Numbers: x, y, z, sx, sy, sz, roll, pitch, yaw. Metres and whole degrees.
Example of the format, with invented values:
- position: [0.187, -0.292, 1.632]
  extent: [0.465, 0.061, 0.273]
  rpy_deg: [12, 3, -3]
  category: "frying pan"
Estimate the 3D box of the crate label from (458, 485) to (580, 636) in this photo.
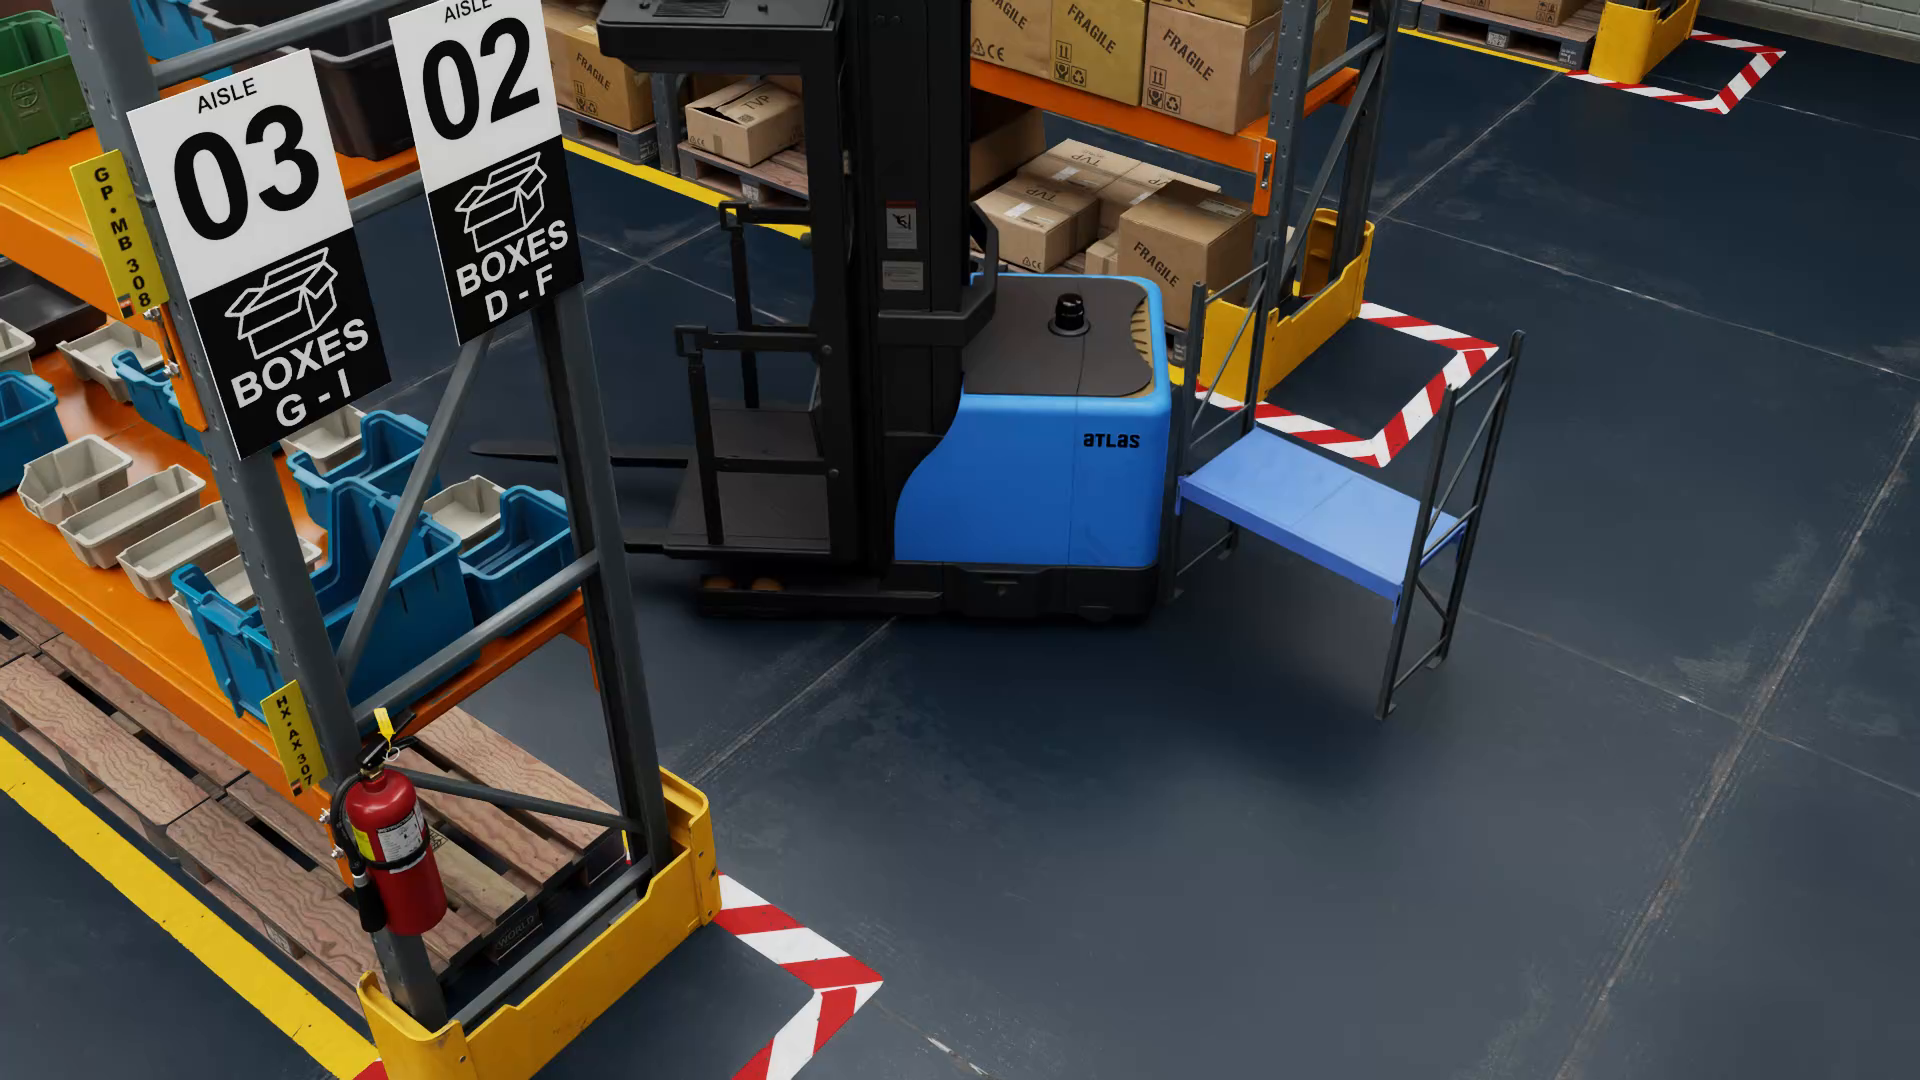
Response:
- position: [-1.298, 0.065, 4.821]
  extent: [0.303, 0.233, 0.416]
  rpy_deg: [25, 45, 29]
  category: "crate label"

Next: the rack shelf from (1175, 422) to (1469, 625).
- position: [1.395, -0.087, 6.436]
  extent: [1.000, 0.185, 0.538]
  rpy_deg: [29, 47, 32]
  category: "rack shelf"

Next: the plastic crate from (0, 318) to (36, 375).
- position: [-3.379, -0.537, 5.550]
  extent: [0.530, 0.282, 0.437]
  rpy_deg: [25, 45, 29]
  category: "plastic crate"

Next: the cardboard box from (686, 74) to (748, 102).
- position: [-1.703, -3.136, 10.493]
  extent: [0.500, 0.500, 0.500]
  rpy_deg: [23, 44, 27]
  category: "cardboard box"

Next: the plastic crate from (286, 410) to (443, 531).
- position: [-1.821, -0.182, 5.136]
  extent: [0.300, 0.233, 0.416]
  rpy_deg: [25, 45, 29]
  category: "plastic crate"

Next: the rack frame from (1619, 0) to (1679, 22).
- position: [4.716, -4.575, 10.660]
  extent: [0.127, 3.000, 1.000]
  rpy_deg: [25, 45, 29]
  category: "rack frame"

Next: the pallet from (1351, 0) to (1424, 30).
- position: [3.069, -4.195, 12.438]
  extent: [1.213, 0.211, 1.003]
  rpy_deg: [25, 45, 29]
  category: "pallet"

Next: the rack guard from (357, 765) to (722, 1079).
- position: [-1.275, 1.263, 5.232]
  extent: [0.348, 0.500, 1.175]
  rpy_deg: [25, 45, 29]
  category: "rack guard"

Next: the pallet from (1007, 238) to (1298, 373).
- position: [1.016, -1.377, 8.837]
  extent: [1.213, 0.211, 1.003]
  rpy_deg: [25, 45, 29]
  category: "pallet"

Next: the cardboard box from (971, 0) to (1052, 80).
- position: [0.382, -2.604, 8.062]
  extent: [0.500, 0.500, 0.500]
  rpy_deg: [26, 45, 29]
  category: "cardboard box"

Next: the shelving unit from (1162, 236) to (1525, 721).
- position: [1.395, -0.228, 6.325]
  extent: [1.048, 1.500, 0.538]
  rpy_deg: [29, 47, 32]
  category: "shelving unit"

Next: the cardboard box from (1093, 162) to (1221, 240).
- position: [1.053, -1.769, 8.949]
  extent: [0.500, 0.250, 0.500]
  rpy_deg: [25, 45, 29]
  category: "cardboard box"

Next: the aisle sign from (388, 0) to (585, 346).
- position: [-1.065, -0.866, 3.814]
  extent: [0.004, 0.787, 0.394]
  rpy_deg: [25, 45, 29]
  category: "aisle sign"

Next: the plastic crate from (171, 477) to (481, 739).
- position: [-1.682, 0.204, 4.478]
  extent: [0.499, 0.435, 0.616]
  rpy_deg: [25, 45, 29]
  category: "plastic crate"

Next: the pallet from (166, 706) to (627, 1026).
- position: [-1.934, 1.046, 5.743]
  extent: [1.213, 0.211, 1.003]
  rpy_deg: [25, 45, 29]
  category: "pallet"

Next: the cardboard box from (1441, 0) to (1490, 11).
- position: [3.702, -4.157, 11.813]
  extent: [0.500, 0.500, 0.700]
  rpy_deg: [25, 45, 28]
  category: "cardboard box"

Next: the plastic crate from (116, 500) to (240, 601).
- position: [-2.281, 0.024, 4.952]
  extent: [0.243, 0.136, 0.396]
  rpy_deg: [25, 45, 29]
  category: "plastic crate"

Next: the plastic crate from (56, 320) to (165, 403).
- position: [-2.914, -0.637, 5.796]
  extent: [0.466, 0.136, 0.293]
  rpy_deg: [25, 45, 29]
  category: "plastic crate"

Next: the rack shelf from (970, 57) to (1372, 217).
- position: [0.121, -2.614, 8.739]
  extent: [4.000, 0.370, 1.077]
  rpy_deg: [25, 45, 29]
  category: "rack shelf"

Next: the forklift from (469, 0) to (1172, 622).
- position: [-0.687, -1.157, 6.350]
  extent: [3.031, 2.935, 1.130]
  rpy_deg: [2, 38, 2]
  category: "forklift"

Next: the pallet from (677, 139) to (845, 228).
- position: [-0.922, -2.290, 10.004]
  extent: [1.213, 0.211, 1.003]
  rpy_deg: [25, 45, 29]
  category: "pallet"

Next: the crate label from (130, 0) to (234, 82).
- position: [-1.839, -1.350, 4.229]
  extent: [0.502, 0.251, 0.408]
  rpy_deg: [25, 45, 29]
  category: "crate label"

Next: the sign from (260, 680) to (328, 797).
- position: [-1.624, 0.487, 4.062]
  extent: [0.005, 0.325, 0.100]
  rpy_deg: [25, 45, 29]
  category: "sign"

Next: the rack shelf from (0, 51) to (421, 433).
- position: [-2.891, -1.371, 4.718]
  extent: [4.000, 0.370, 1.077]
  rpy_deg: [25, 45, 29]
  category: "rack shelf"

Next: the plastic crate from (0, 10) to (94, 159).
- position: [-2.259, -1.051, 3.898]
  extent: [0.336, 0.188, 0.450]
  rpy_deg: [25, 45, 29]
  category: "plastic crate"

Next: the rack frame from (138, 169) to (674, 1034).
- position: [-1.302, 0.276, 4.464]
  extent: [0.127, 3.000, 1.000]
  rpy_deg: [25, 45, 29]
  category: "rack frame"

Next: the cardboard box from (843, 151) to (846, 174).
- position: [-0.572, -2.122, 9.468]
  extent: [0.250, 0.166, 0.380]
  rpy_deg: [25, 45, 29]
  category: "cardboard box"

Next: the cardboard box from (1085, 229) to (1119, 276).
- position: [0.861, -1.485, 8.654]
  extent: [0.250, 0.166, 0.380]
  rpy_deg: [25, 45, 29]
  category: "cardboard box"

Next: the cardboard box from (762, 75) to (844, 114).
- position: [-0.842, -2.761, 10.014]
  extent: [0.500, 0.500, 0.500]
  rpy_deg: [25, 45, 29]
  category: "cardboard box"

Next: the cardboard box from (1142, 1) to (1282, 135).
- position: [1.189, -2.222, 7.574]
  extent: [0.500, 0.500, 0.500]
  rpy_deg: [27, 45, 30]
  category: "cardboard box"

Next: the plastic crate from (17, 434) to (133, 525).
- position: [-2.764, -0.170, 5.200]
  extent: [0.250, 0.136, 0.298]
  rpy_deg: [25, 45, 29]
  category: "plastic crate"

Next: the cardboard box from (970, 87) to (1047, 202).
- position: [0.028, -2.135, 9.212]
  extent: [0.637, 0.503, 0.797]
  rpy_deg: [25, 45, 29]
  category: "cardboard box"

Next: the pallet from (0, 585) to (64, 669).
- position: [-3.872, 0.132, 6.910]
  extent: [1.213, 0.211, 1.003]
  rpy_deg: [25, 45, 29]
  category: "pallet"

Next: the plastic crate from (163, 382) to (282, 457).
- position: [-2.344, -0.429, 5.451]
  extent: [0.300, 0.233, 0.416]
  rpy_deg: [25, 45, 29]
  category: "plastic crate"

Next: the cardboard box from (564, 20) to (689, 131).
- position: [-2.033, -2.880, 10.166]
  extent: [0.500, 0.500, 0.500]
  rpy_deg: [25, 44, 28]
  category: "cardboard box"

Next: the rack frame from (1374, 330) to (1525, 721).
- position: [1.769, -0.017, 6.054]
  extent: [0.032, 1.500, 0.500]
  rpy_deg: [29, 47, 32]
  category: "rack frame"
